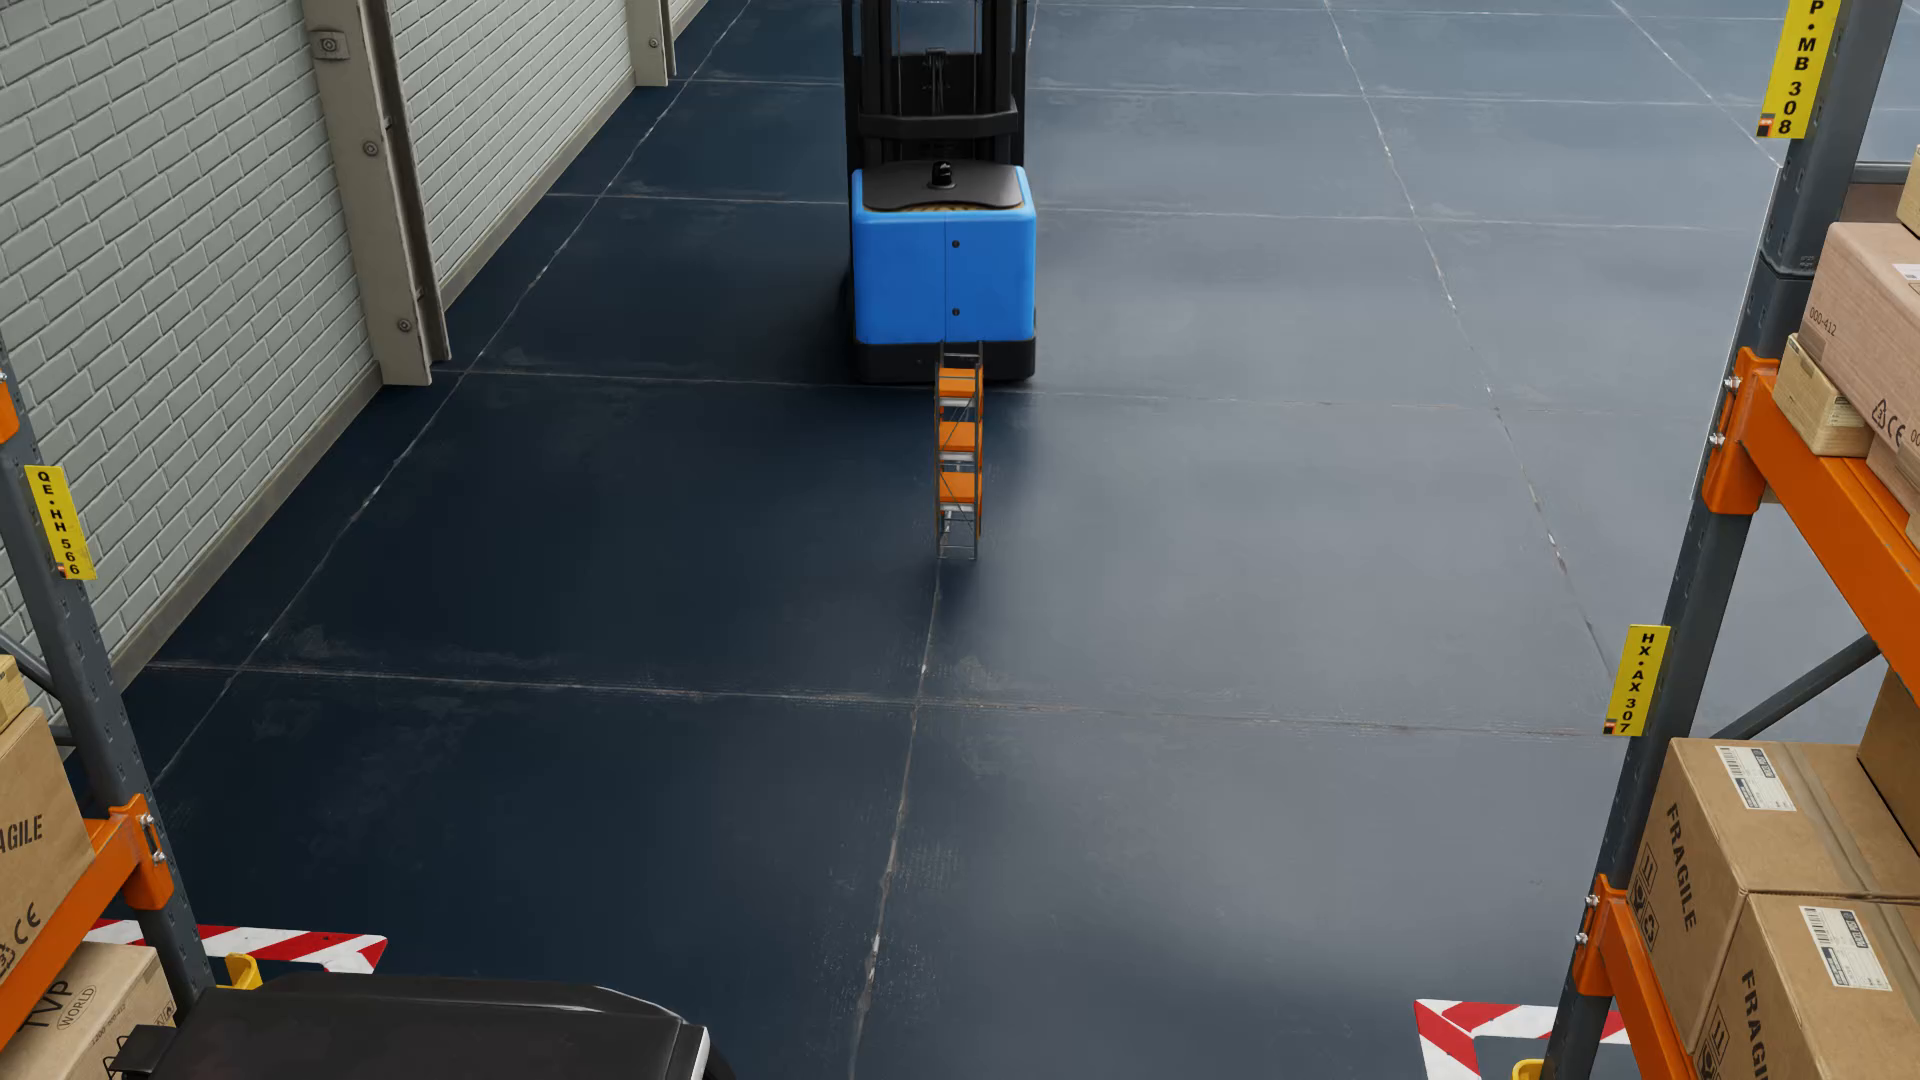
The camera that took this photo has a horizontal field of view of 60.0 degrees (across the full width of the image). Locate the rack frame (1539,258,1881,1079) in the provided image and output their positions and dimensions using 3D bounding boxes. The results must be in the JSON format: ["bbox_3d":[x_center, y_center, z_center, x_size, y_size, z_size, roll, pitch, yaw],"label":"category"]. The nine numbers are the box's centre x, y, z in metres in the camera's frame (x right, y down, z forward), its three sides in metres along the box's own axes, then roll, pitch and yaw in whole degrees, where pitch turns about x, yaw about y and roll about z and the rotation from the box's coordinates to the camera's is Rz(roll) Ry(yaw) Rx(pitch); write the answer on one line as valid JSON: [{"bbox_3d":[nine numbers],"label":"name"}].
[{"bbox_3d":[2.175,0.733,4.201,1.000,3.000,0.127,2,32,4],"label":"rack frame"}]

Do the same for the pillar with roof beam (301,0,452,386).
[{"bbox_3d":[1.051,-4.659,7.232,9.100,9.000,0.400,2,32,4],"label":"pillar with roof beam"}]

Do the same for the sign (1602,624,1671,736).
[{"bbox_3d":[1.634,0.342,4.012,0.100,0.325,0.005,2,32,4],"label":"sign"}]

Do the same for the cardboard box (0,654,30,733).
[{"bbox_3d":[-2.522,0.398,4.032,0.380,0.149,0.250,3,32,5],"label":"cardboard box"}]

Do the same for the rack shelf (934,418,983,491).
[{"bbox_3d":[-0.004,-0.410,7.935,0.215,0.259,0.240,2,32,4],"label":"rack shelf"}]

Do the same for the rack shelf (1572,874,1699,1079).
[{"bbox_3d":[2.012,2.085,2.693,1.077,0.370,4.000,2,32,4],"label":"rack shelf"}]

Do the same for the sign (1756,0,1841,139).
[{"bbox_3d":[1.634,-0.939,3.222,0.100,0.325,0.005,2,32,4],"label":"sign"}]

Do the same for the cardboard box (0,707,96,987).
[{"bbox_3d":[-2.551,0.749,4.080,0.500,0.500,0.500,2,32,3],"label":"cardboard box"}]

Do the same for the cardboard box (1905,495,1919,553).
[{"bbox_3d":[1.836,0.001,2.770,0.380,0.149,0.250,3,32,5],"label":"cardboard box"}]

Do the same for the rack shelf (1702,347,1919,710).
[{"bbox_3d":[2.012,0.808,1.906,1.077,0.370,4.000,2,32,4],"label":"rack shelf"}]

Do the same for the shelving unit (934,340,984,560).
[{"bbox_3d":[-0.004,-0.419,7.929,0.215,1.050,0.252,2,32,4],"label":"shelving unit"}]

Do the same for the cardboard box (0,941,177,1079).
[{"bbox_3d":[-2.500,1.343,4.479,0.500,0.250,0.500,3,32,6],"label":"cardboard box"}]

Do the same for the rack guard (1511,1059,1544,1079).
[{"bbox_3d":[2.168,1.837,4.793,1.175,0.500,0.348,2,32,4],"label":"rack guard"}]

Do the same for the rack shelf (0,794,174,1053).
[{"bbox_3d":[-2.936,1.875,3.034,1.077,0.370,4.000,2,32,4],"label":"rack shelf"}]

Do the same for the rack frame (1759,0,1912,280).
[{"bbox_3d":[2.175,-1.821,2.627,1.000,3.000,0.127,2,32,4],"label":"rack frame"}]

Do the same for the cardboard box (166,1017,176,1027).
[{"bbox_3d":[-2.501,1.570,4.587,0.500,0.250,0.500,2,32,3],"label":"cardboard box"}]

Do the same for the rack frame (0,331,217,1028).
[{"bbox_3d":[-2.770,0.523,4.542,0.949,2.616,0.053,2,32,4],"label":"rack frame"}]

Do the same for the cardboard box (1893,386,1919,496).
[{"bbox_3d":[1.817,-0.092,2.541,0.500,0.250,0.500,2,32,3],"label":"cardboard box"}]

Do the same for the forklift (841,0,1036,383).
[{"bbox_3d":[-0.166,-2.897,10.157,1.130,2.935,3.031,-2,32,-3],"label":"forklift"}]

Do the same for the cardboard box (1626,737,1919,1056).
[{"bbox_3d":[1.860,0.800,3.714,0.500,0.500,0.500,2,32,3],"label":"cardboard box"}]

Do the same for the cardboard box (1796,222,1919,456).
[{"bbox_3d":[1.868,-0.355,2.967,0.500,0.250,0.500,2,32,3],"label":"cardboard box"}]

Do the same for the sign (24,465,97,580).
[{"bbox_3d":[-2.233,-0.040,4.127,0.100,0.325,0.005,2,32,4],"label":"sign"}]

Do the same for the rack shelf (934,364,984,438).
[{"bbox_3d":[-0.004,-0.652,7.786,0.215,0.259,0.240,2,32,4],"label":"rack shelf"}]

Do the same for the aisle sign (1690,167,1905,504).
[{"bbox_3d":[1.871,-0.419,3.593,0.394,0.787,0.004,2,32,4],"label":"aisle sign"}]

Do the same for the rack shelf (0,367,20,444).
[{"bbox_3d":[-2.936,0.598,2.247,1.077,0.370,4.000,2,32,4],"label":"rack shelf"}]

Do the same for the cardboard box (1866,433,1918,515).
[{"bbox_3d":[1.892,-0.136,2.992,0.380,0.149,0.250,1,32,2],"label":"cardboard box"}]

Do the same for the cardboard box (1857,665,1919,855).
[{"bbox_3d":[2.351,0.415,3.386,0.700,0.500,0.500,2,32,3],"label":"cardboard box"}]

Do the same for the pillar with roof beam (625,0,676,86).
[{"bbox_3d":[1.540,-7.796,12.323,9.100,9.000,0.400,2,32,4],"label":"pillar with roof beam"}]

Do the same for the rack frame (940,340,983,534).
[{"bbox_3d":[0.006,-0.483,8.033,0.200,1.050,0.008,2,32,4],"label":"rack frame"}]

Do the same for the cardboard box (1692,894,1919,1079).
[{"bbox_3d":[1.821,1.071,3.275,0.500,0.500,0.500,3,32,5],"label":"cardboard box"}]

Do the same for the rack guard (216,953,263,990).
[{"bbox_3d":[-2.771,1.575,5.218,1.175,0.500,0.348,2,32,4],"label":"rack guard"}]

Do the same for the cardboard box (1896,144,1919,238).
[{"bbox_3d":[1.942,-0.599,2.984,0.380,0.149,0.250,2,32,4],"label":"cardboard box"}]

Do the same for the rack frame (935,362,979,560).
[{"bbox_3d":[-0.014,-0.355,7.826,0.200,1.050,0.008,2,32,4],"label":"rack frame"}]

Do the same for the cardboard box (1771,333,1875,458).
[{"bbox_3d":[1.824,-0.277,3.221,0.380,0.149,0.250,2,32,4],"label":"cardboard box"}]

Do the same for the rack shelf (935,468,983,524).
[{"bbox_3d":[-0.004,-0.173,8.081,0.215,0.259,0.240,2,32,4],"label":"rack shelf"}]

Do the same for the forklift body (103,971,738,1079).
[{"bbox_3d":[-1.109,1.954,3.029,2.313,2.155,1.214,2,32,4],"label":"forklift body"}]
